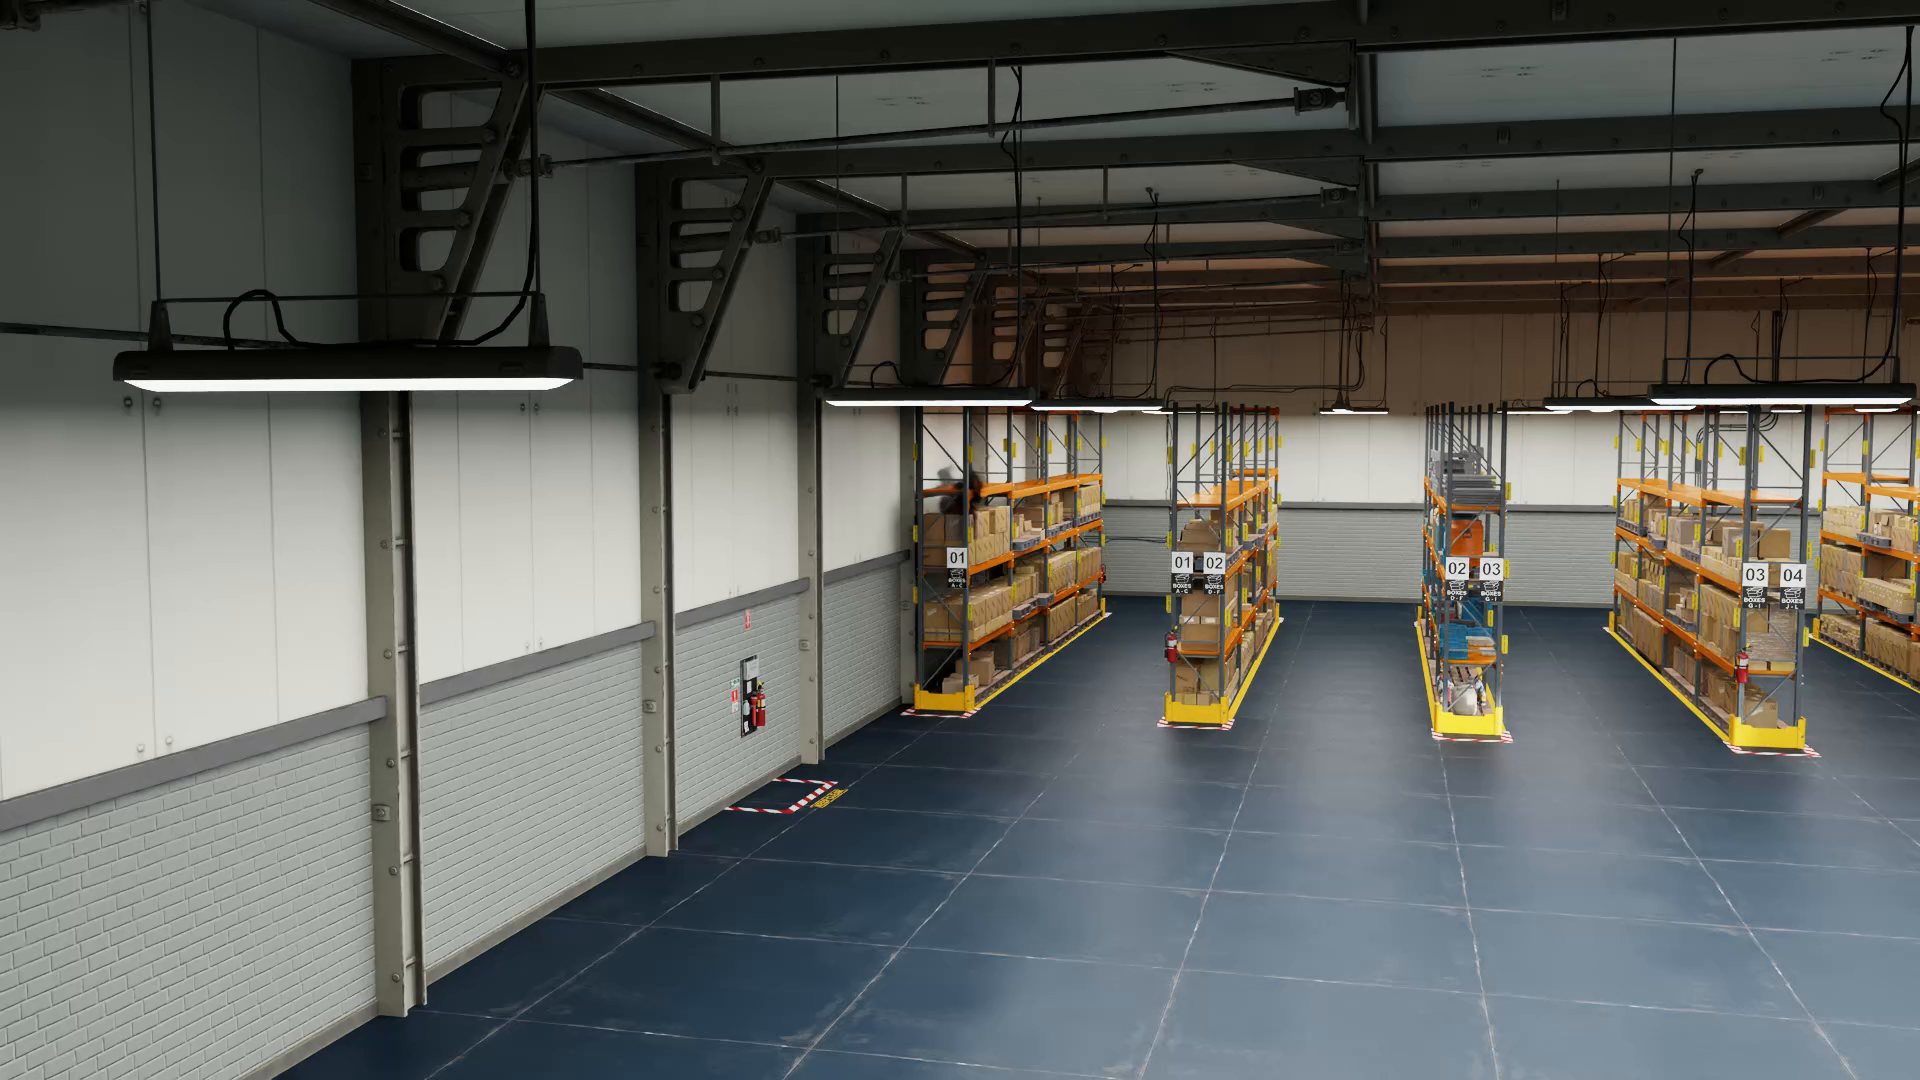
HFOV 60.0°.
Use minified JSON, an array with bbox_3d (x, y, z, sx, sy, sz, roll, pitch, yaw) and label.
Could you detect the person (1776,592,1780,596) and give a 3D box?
[{"bbox_3d":[20.507,1.856,41.326,0.575,1.639,0.548,1,4,15],"label":"person"}]
